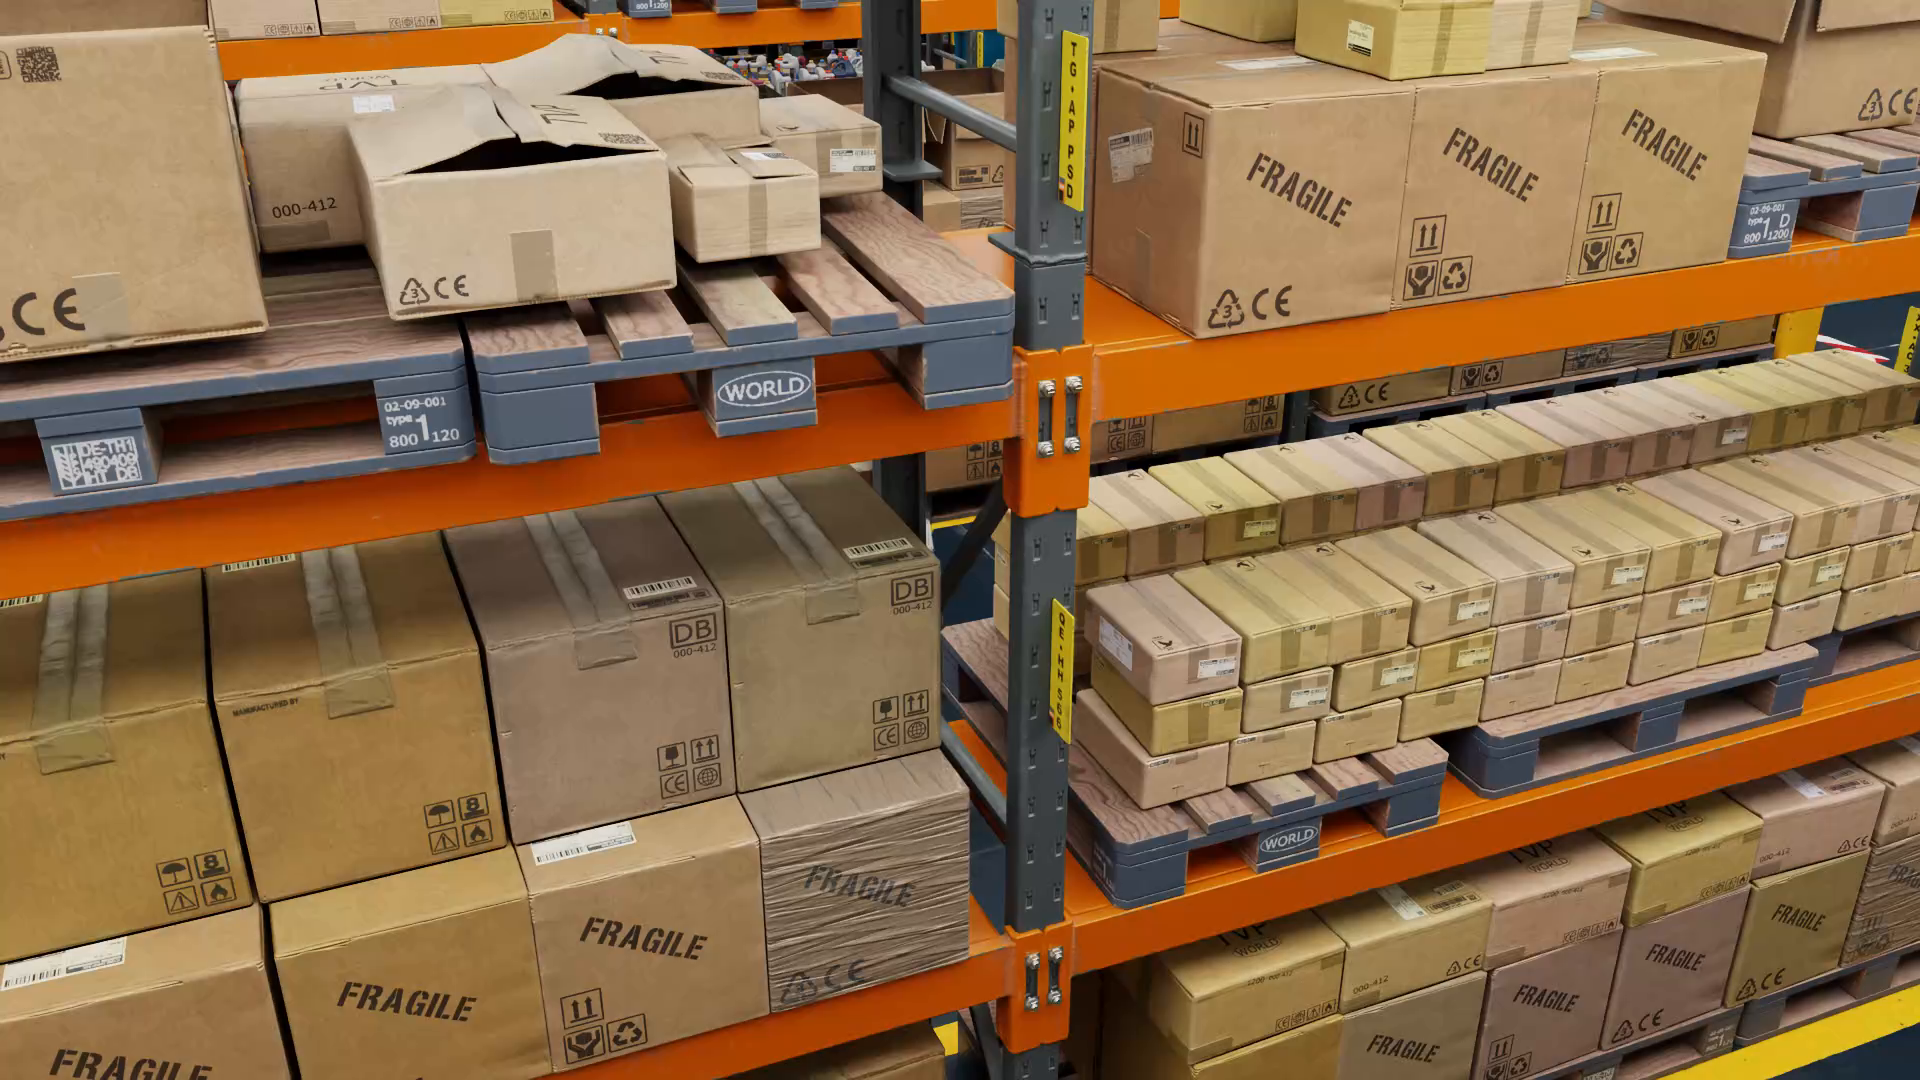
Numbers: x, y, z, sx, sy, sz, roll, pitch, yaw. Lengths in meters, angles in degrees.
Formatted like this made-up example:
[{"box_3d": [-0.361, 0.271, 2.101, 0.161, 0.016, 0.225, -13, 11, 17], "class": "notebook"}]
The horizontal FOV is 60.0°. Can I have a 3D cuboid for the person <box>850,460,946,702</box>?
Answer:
[{"box_3d": [-0.360, 0.419, 6.250, 0.624, 1.818, 0.627, -17, 30, -31], "class": "person"}]
